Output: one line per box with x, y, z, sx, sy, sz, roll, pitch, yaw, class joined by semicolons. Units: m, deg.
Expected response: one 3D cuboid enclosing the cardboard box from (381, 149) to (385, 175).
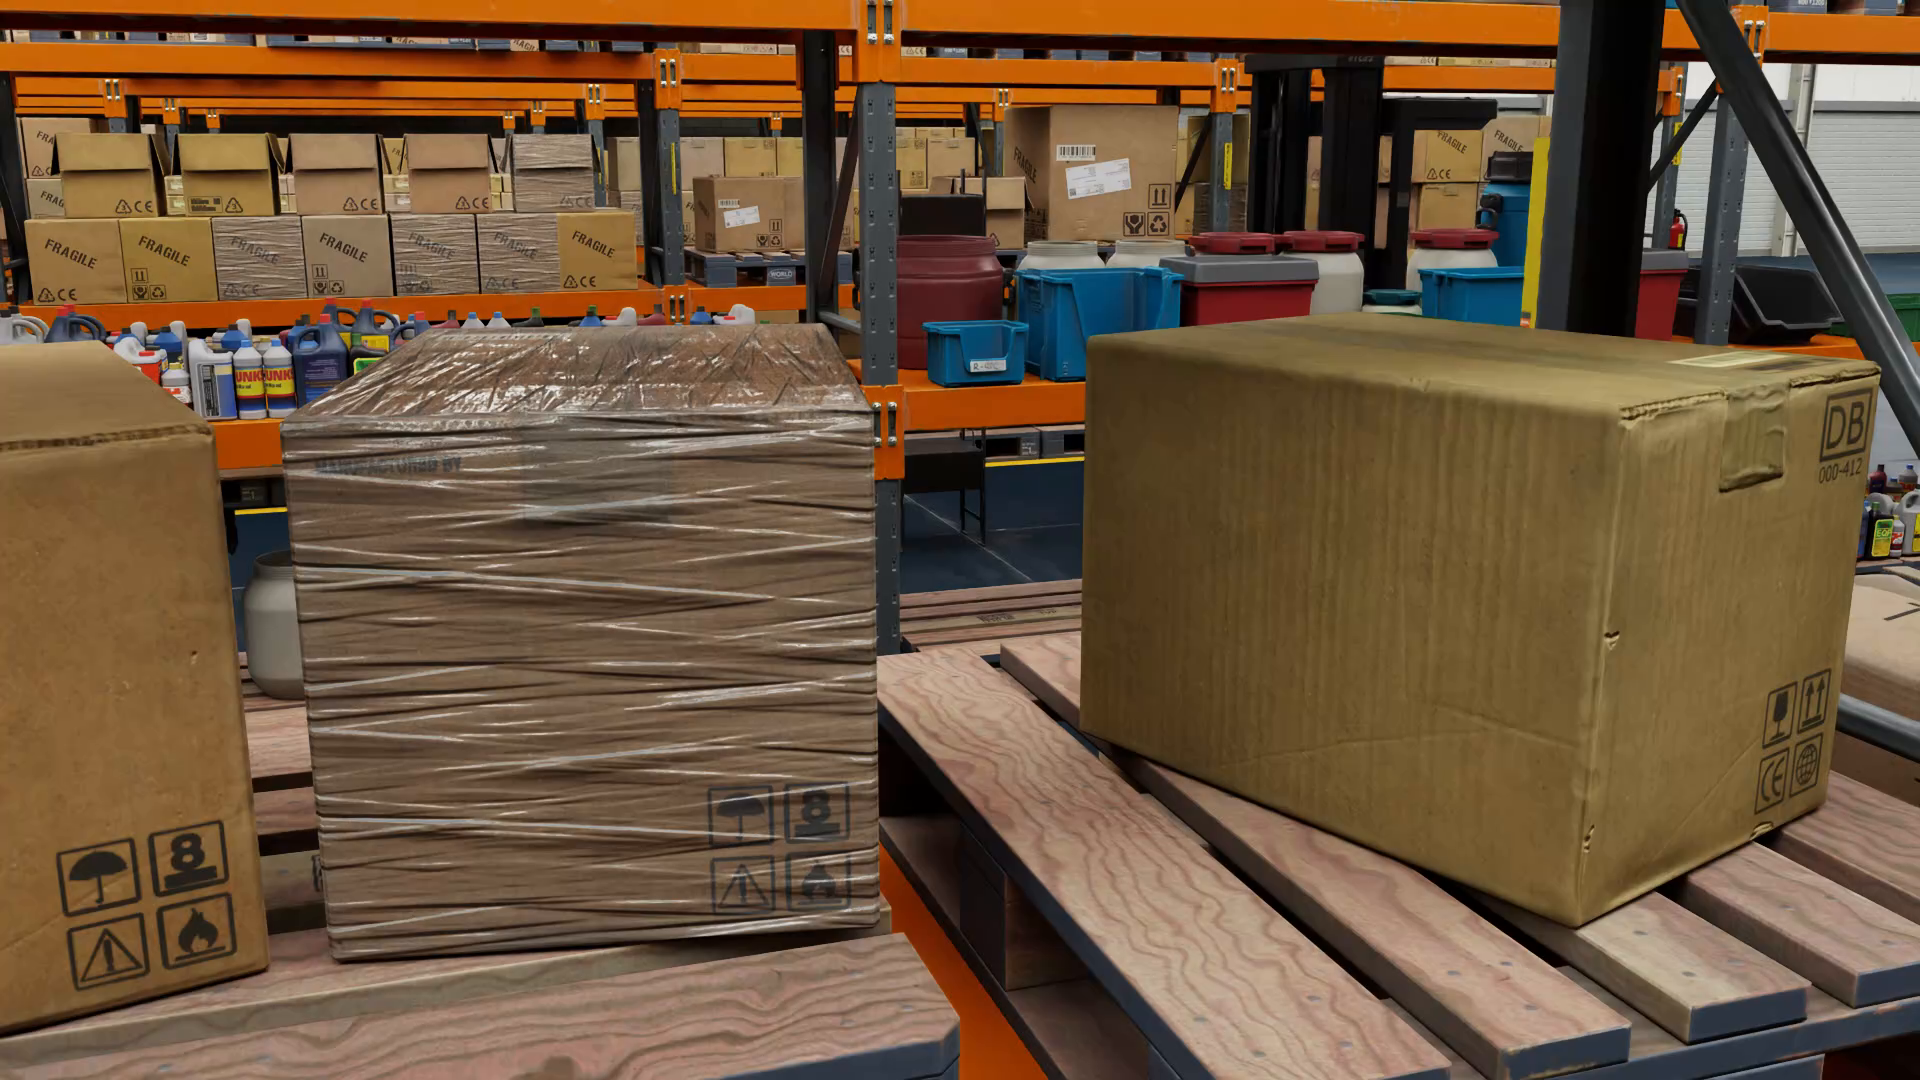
-7.042;-4.466;19.559;0.500;0.500;0.500;-5;14;-19;cardboard box

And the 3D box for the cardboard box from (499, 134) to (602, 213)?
-2.735;-2.450;11.076;0.637;0.503;0.797;-4;14;-16;cardboard box

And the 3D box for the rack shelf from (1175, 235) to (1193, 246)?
2.164;-3.152;17.966;4.000;0.370;1.077;-4;14;-18;rack shelf

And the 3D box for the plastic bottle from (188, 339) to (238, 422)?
-2.590;-0.558;5.774;0.135;0.276;0.152;-4;14;-18;plastic bottle

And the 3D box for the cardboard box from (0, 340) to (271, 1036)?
-1.017;0.108;1.584;0.500;0.500;0.700;-9;16;-32;cardboard box

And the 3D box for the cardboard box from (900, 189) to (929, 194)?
-0.620;-3.268;16.685;0.500;0.500;0.500;-5;14;-19;cardboard box

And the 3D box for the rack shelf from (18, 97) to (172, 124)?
-10.884;-4.804;18.428;4.000;0.370;1.077;-4;14;-18;rack shelf

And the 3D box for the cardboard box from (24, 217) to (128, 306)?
-5.312;-1.696;10.075;0.500;0.500;0.500;-4;14;-18;cardboard box

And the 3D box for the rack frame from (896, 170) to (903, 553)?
-0.388;-0.991;9.273;0.015;2.100;0.400;-4;14;-18;rack frame

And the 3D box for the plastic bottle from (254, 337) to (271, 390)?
-2.705;-0.691;6.496;0.097;0.201;0.097;0;13;0;plastic bottle

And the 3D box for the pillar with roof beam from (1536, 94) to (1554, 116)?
12.597;-8.822;27.286;0.400;9.000;9.100;-4;14;-18;pillar with roof beam

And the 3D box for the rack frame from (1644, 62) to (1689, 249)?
5.546;-2.554;13.898;0.127;3.000;1.000;-4;14;-18;rack frame

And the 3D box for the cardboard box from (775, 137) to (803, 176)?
-1.645;-3.739;16.502;0.500;0.500;0.700;-5;14;-19;cardboard box

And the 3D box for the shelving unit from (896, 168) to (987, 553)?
-0.157;-1.009;9.348;0.503;2.100;0.431;-4;14;-18;shelving unit

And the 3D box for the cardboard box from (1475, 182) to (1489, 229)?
4.092;-2.622;13.326;0.500;0.500;0.875;-4;14;-18;cardboard box

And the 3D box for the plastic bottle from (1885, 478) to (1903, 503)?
5.209;-0.247;9.297;0.097;0.201;0.097;0;13;0;plastic bottle

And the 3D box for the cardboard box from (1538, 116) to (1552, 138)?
4.631;-3.101;13.178;0.500;0.500;0.500;-4;14;-18;cardboard box

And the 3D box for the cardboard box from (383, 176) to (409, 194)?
-5.067;-3.199;14.958;0.250;0.149;0.380;-4;14;-15;cardboard box

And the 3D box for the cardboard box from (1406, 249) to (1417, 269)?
3.472;-2.200;12.953;0.250;0.149;0.380;-4;14;-18;cardboard box

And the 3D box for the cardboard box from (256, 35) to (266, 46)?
-8.061;-5.556;18.911;0.500;0.500;0.500;-5;14;-19;cardboard box

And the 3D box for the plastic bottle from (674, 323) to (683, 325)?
-1.181;-0.810;6.995;0.097;0.201;0.097;0;13;0;plastic bottle

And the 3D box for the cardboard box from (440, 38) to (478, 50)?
-4.453;-4.429;15.083;0.500;0.500;0.500;-4;14;-18;cardboard box

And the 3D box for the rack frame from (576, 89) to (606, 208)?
-3.523;-3.059;16.021;0.127;3.000;1.000;-4;14;-18;rack frame

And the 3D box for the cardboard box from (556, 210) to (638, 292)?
-2.425;-1.921;11.023;0.500;0.500;0.500;-4;14;-16;cardboard box

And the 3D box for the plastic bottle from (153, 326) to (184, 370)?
-2.968;-0.668;6.245;0.097;0.271;0.097;0;13;0;plastic bottle

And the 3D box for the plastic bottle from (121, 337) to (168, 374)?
-2.859;-0.574;5.842;0.135;0.276;0.152;-4;14;-18;plastic bottle

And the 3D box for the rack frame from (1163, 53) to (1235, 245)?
1.755;-2.259;12.657;0.127;3.000;1.000;-4;14;-18;rack frame

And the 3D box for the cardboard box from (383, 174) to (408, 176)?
-5.268;-3.341;15.558;0.250;0.149;0.380;-4;14;-16;cardboard box

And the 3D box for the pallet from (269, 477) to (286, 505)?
-3.962;-0.476;11.189;1.213;0.211;1.003;-4;14;-18;pallet

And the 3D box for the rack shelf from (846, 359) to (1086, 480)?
1.439;-0.675;7.553;4.000;0.370;1.077;-4;14;-18;rack shelf

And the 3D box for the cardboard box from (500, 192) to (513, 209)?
-4.098;-3.129;15.309;0.250;0.149;0.380;-4;14;-16;cardboard box

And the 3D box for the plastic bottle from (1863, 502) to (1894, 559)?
4.580;-0.051;8.293;0.133;0.283;0.061;-4;14;-16;plastic bottle

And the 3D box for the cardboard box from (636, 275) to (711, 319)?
-2.917;-2.194;16.338;0.750;0.750;1.050;-5;14;-19;cardboard box

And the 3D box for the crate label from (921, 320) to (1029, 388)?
0.062;-0.745;6.654;0.416;0.233;0.303;-4;14;-18;crate label

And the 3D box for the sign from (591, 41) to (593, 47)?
-3.352;-4.651;15.113;0.005;0.325;0.100;-4;14;-18;sign

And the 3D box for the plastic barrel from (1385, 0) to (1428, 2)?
1.682;-2.694;6.921;0.708;0.901;0.600;-4;14;-18;plastic barrel

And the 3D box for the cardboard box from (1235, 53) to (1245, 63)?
2.263;-3.622;12.231;0.500;0.250;0.500;-5;14;-20;cardboard box

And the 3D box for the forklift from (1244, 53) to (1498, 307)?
2.637;-1.735;10.604;3.031;2.935;1.130;-6;15;-25;forklift

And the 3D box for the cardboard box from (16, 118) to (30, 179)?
-8.161;-3.310;14.057;0.500;0.500;0.500;-5;14;-20;cardboard box

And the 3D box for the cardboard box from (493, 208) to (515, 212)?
-3.072;-1.997;11.342;0.500;0.500;0.500;-5;14;-20;cardboard box

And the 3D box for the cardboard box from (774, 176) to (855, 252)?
-1.040;-2.328;11.826;0.500;0.500;0.700;-2;14;-10;cardboard box

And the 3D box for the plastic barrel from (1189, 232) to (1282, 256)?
1.252;-1.130;7.618;0.433;0.535;0.433;0;13;0;plastic barrel

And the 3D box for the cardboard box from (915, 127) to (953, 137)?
-0.429;-5.130;21.708;0.500;0.500;0.700;-4;14;-18;cardboard box

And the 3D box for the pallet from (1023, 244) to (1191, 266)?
0.984;-2.141;12.576;1.213;0.211;1.003;-4;14;-18;pallet

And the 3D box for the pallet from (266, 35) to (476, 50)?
-3.689;-3.189;10.492;1.213;0.211;1.003;-4;14;-15;pallet

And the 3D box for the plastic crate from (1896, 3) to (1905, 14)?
4.726;-2.711;8.644;0.396;0.136;0.243;-4;14;-18;plastic crate

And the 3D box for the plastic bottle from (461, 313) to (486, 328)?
-1.965;-0.783;6.730;0.097;0.271;0.097;0;13;0;plastic bottle

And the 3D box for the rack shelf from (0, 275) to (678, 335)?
-3.932;-1.466;10.879;4.000;0.370;1.077;-4;14;-18;rack shelf

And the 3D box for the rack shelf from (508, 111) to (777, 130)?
-4.888;-6.482;25.486;4.000;0.370;1.077;-4;14;-18;rack shelf

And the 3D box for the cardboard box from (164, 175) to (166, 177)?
-9.517;-4.395;19.261;0.500;0.500;0.500;-4;14;-18;cardboard box

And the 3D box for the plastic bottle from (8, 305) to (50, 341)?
-3.481;-0.698;6.201;0.185;0.351;0.144;-4;14;-18;plastic bottle
